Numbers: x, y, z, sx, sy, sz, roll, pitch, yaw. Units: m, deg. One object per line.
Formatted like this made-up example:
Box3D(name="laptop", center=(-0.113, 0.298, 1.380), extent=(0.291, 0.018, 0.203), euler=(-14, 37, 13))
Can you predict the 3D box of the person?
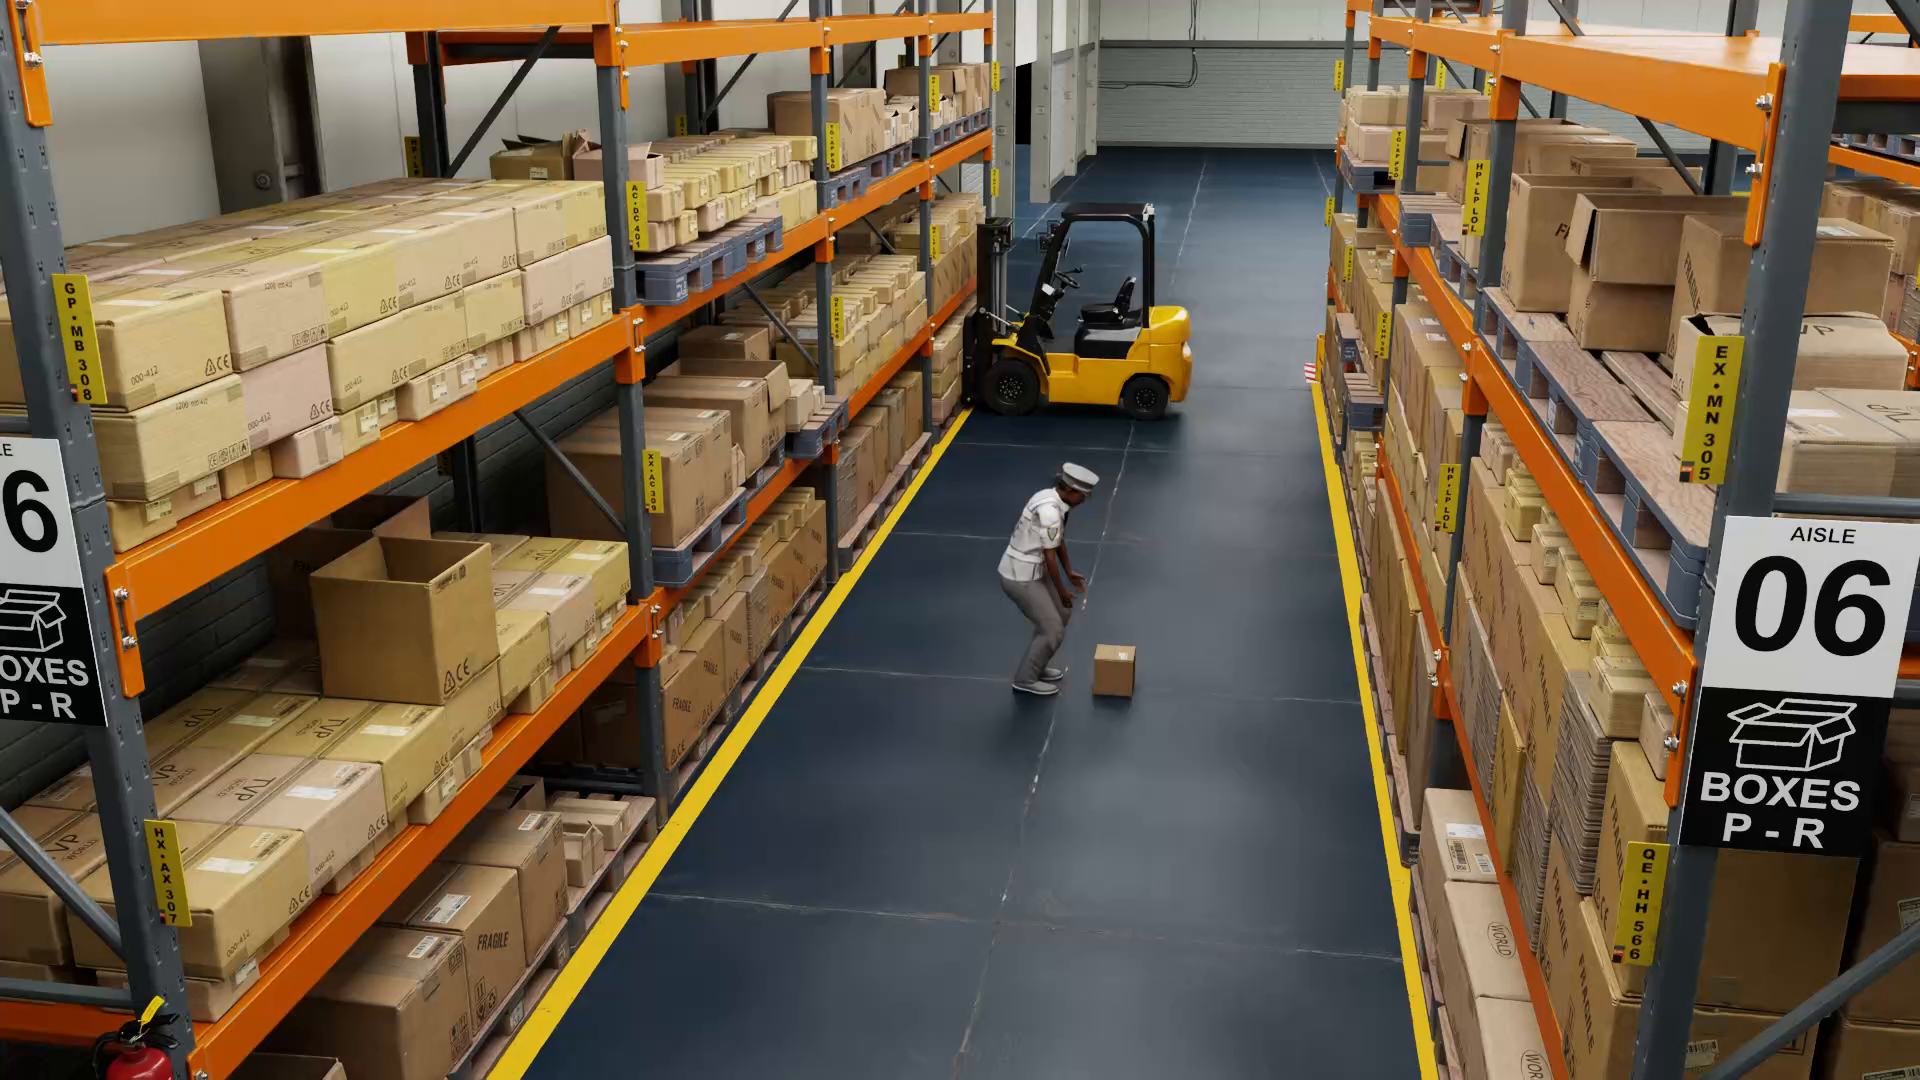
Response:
Box3D(name="person", center=(0.562, 0.236, 10.646), extent=(0.628, 1.481, 0.490), euler=(3, 18, 10))
